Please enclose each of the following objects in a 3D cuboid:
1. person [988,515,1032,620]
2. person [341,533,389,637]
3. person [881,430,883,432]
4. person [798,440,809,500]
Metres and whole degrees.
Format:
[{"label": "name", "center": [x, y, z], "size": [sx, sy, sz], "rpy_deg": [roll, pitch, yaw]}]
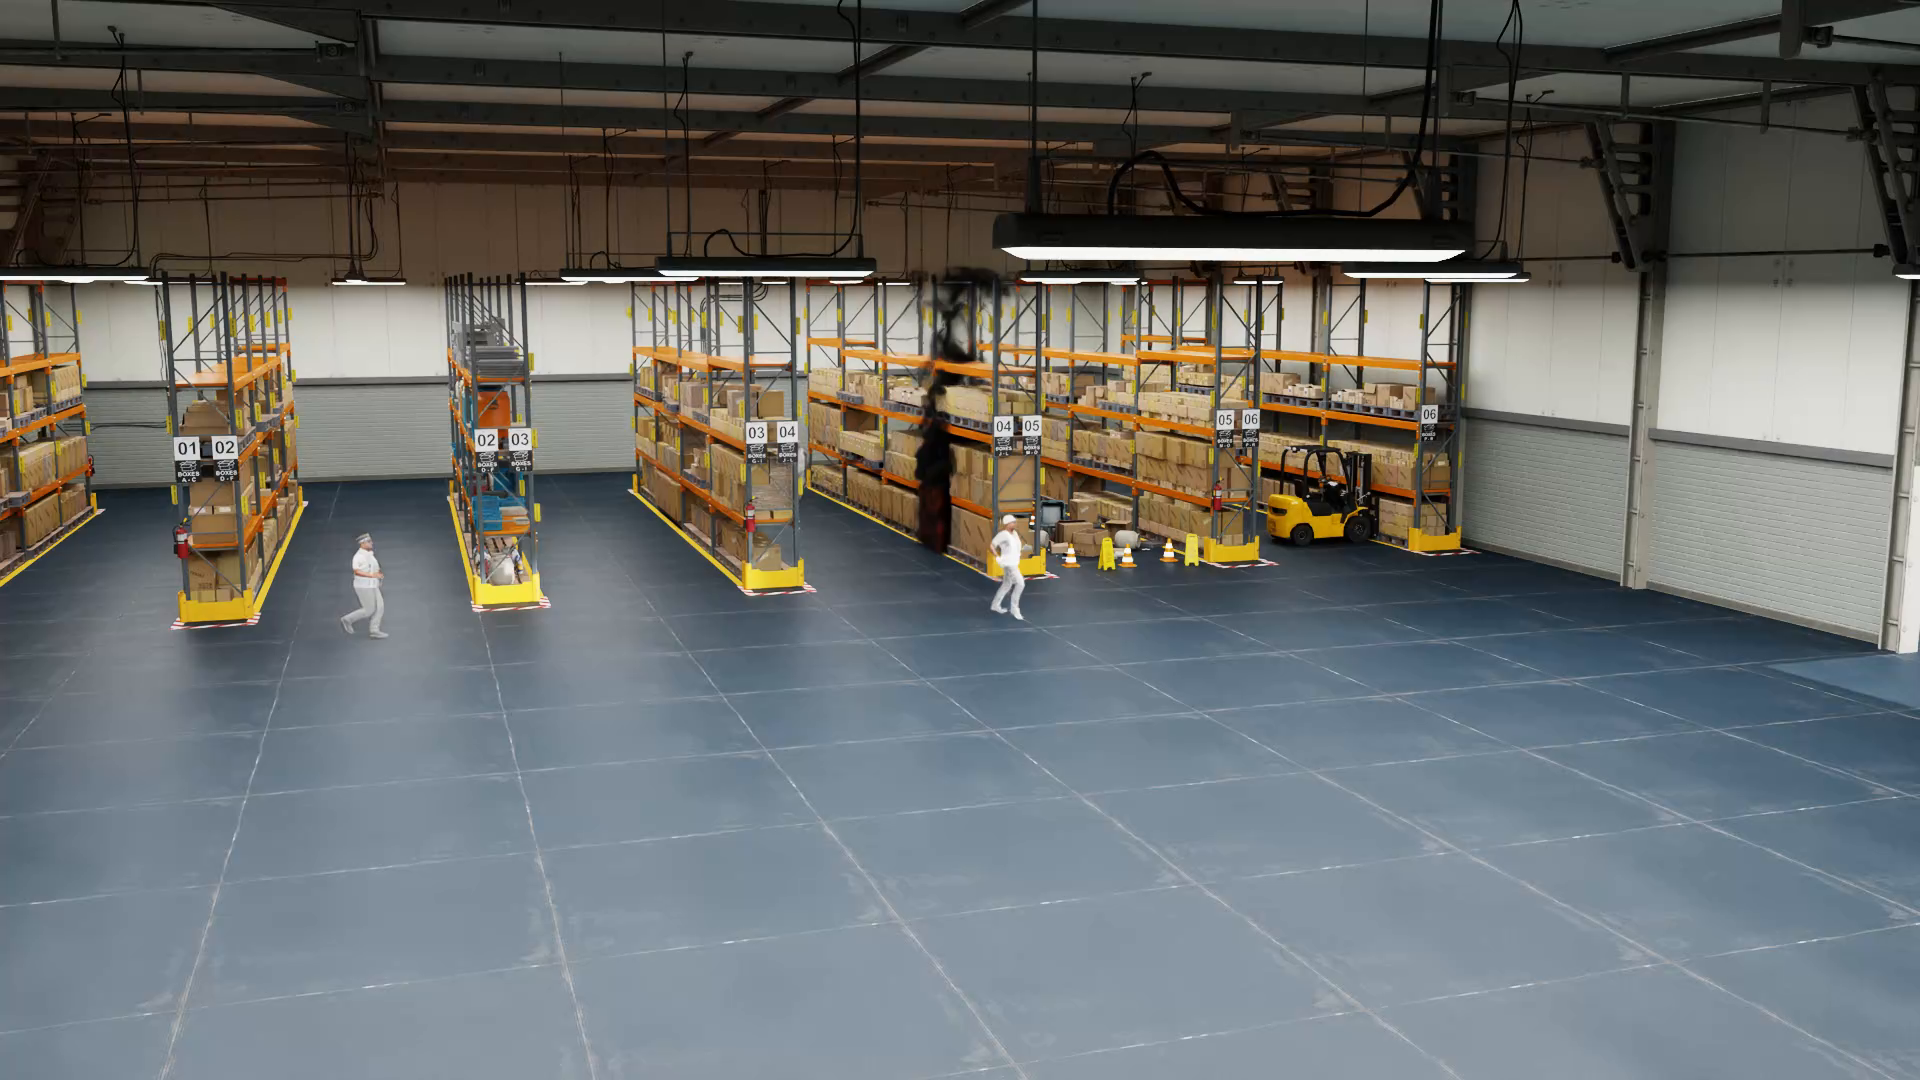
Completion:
[{"label": "person", "center": [0.879, 0.471, 29.072], "size": [0.768, 1.839, 0.665], "rpy_deg": [3, 9, 17]}, {"label": "person", "center": [-9.800, 0.747, 27.361], "size": [0.752, 1.741, 0.664], "rpy_deg": [0, 9, -1]}, {"label": "person", "center": [-2.365, -2.472, 48.656], "size": [0.724, 1.726, 0.580], "rpy_deg": [-3, 9, -20]}, {"label": "person", "center": [-4.334, -1.859, 44.540], "size": [0.690, 1.721, 0.737], "rpy_deg": [-3, 9, -20]}]
